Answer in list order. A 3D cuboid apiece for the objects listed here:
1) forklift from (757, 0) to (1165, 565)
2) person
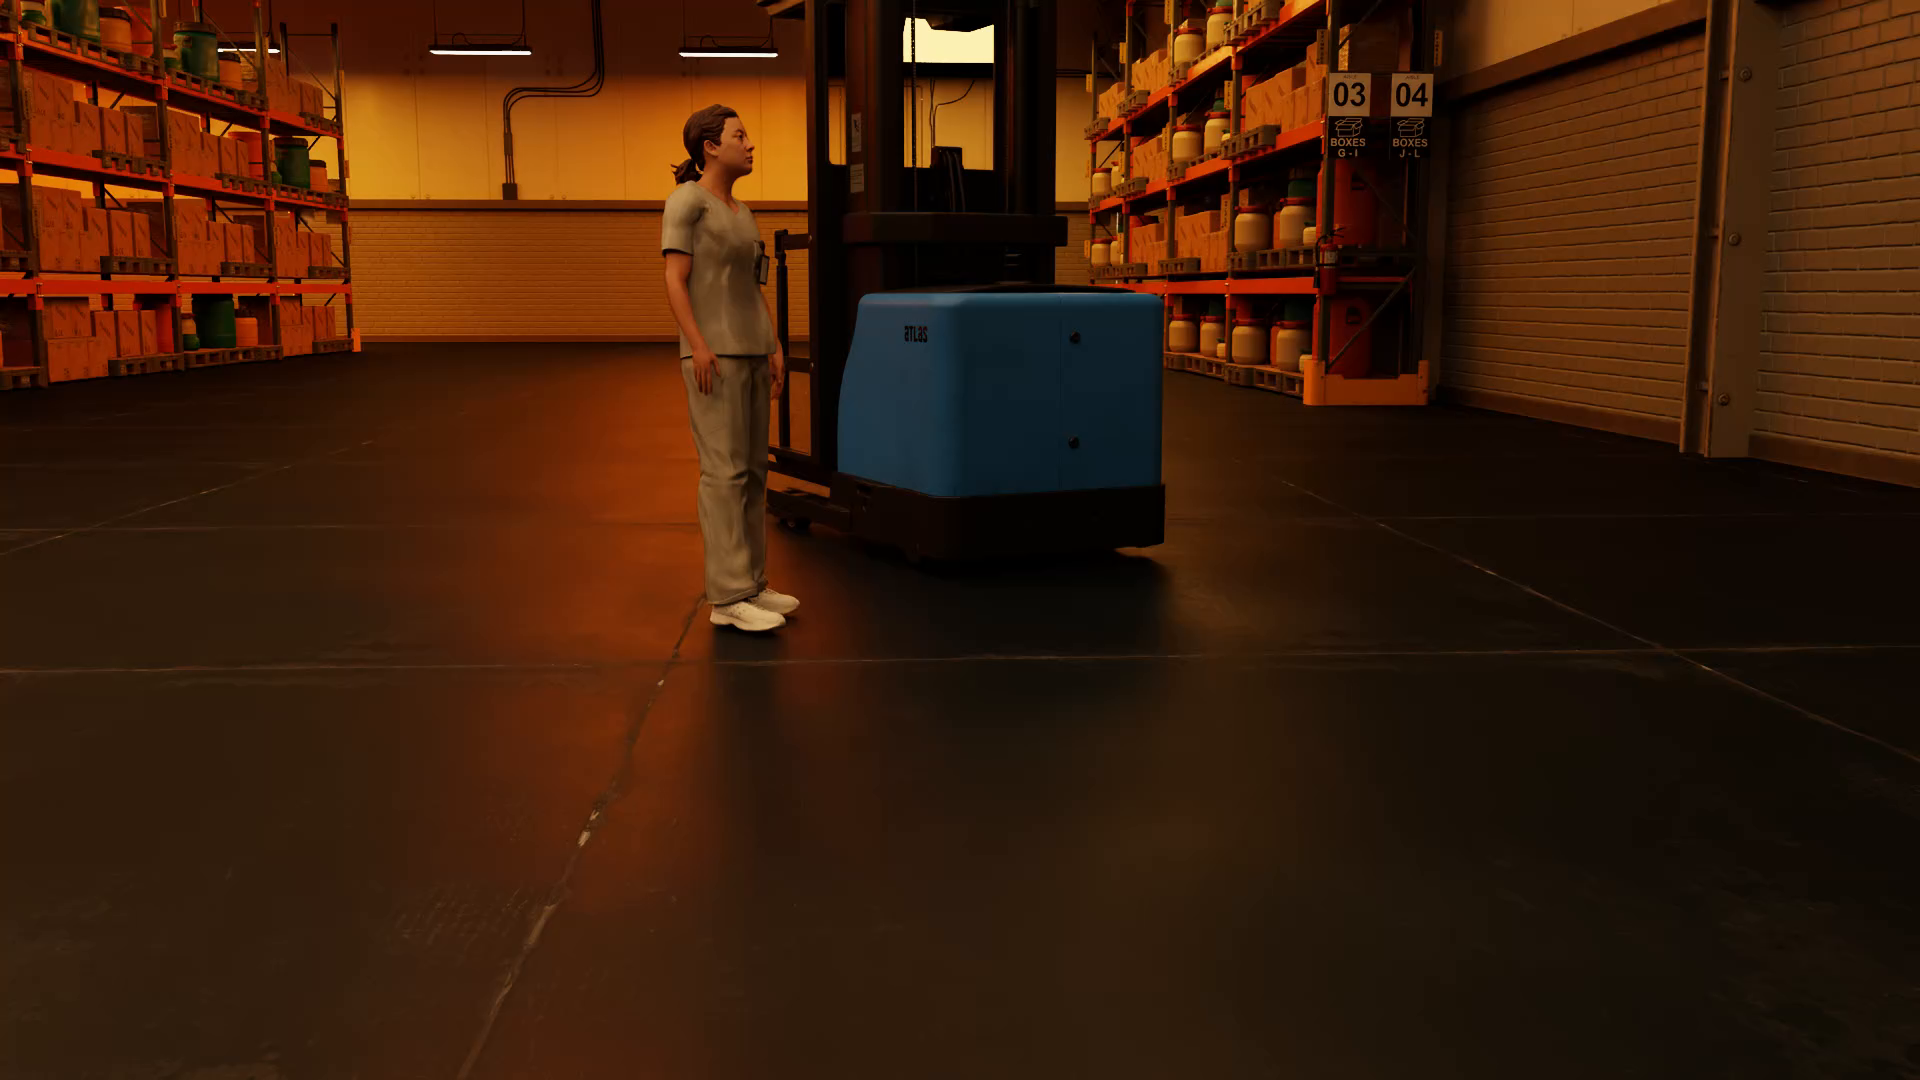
[{"bbox_3d":[-0.264,-1.530,7.637,1.130,2.935,3.031,-4,9,-25],"label":"forklift"},{"bbox_3d":[-0.706,-0.573,5.452,0.548,1.662,0.551,4,9,24],"label":"person"}]
